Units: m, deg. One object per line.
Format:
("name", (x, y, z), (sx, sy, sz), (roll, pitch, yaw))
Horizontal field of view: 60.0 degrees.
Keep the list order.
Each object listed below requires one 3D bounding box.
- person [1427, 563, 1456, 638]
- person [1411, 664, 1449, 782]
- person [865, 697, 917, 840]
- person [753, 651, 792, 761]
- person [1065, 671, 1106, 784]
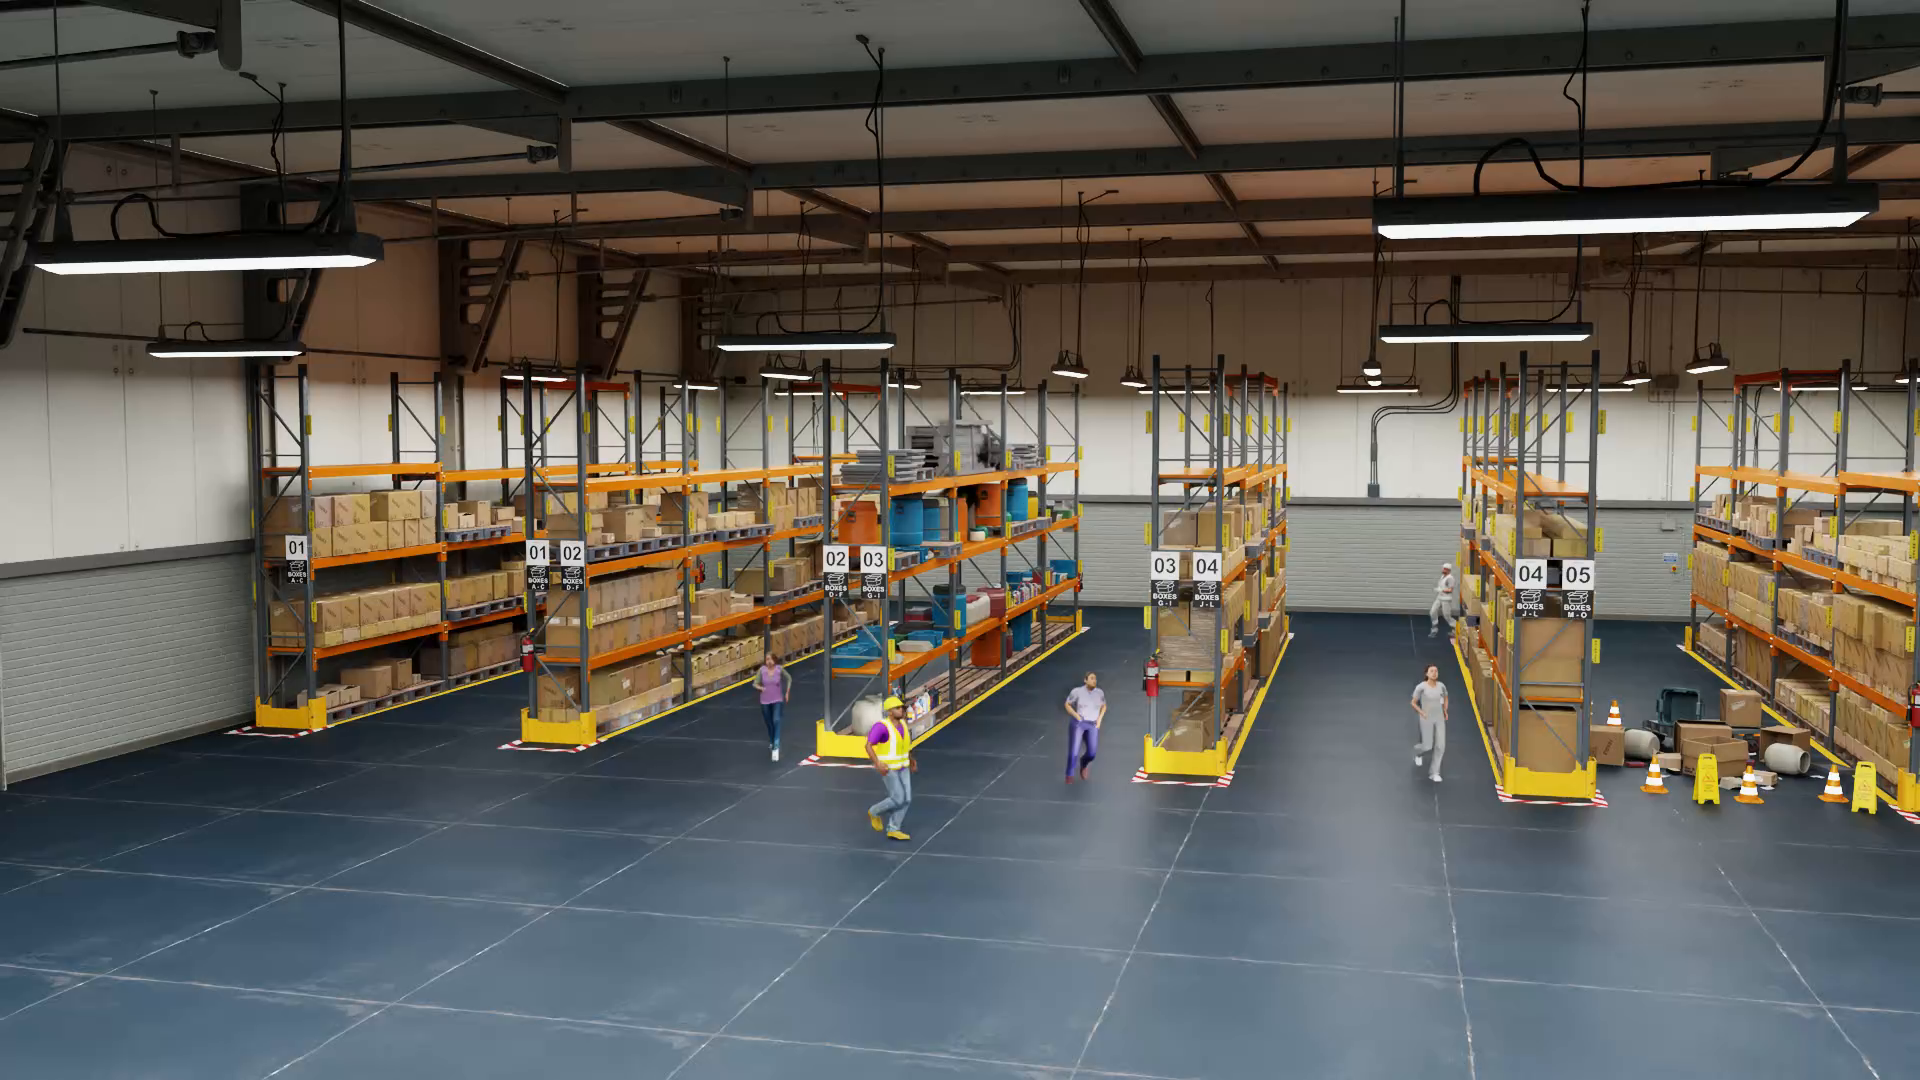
("person", (11.407, 1.439, 39.027), (0.755, 1.827, 0.663), (-1, 4, -12))
("person", (6.681, 2.561, 23.546), (0.564, 1.621, 0.768), (0, 4, -4))
("person", (-0.844, 2.754, 20.160), (0.558, 1.728, 0.713), (3, 5, 40))
("person", (-2.843, 2.480, 25.157), (0.562, 1.624, 0.785), (0, 4, 3))
("person", (1.775, 2.618, 23.249), (0.608, 1.577, 0.520), (0, 4, -7))
